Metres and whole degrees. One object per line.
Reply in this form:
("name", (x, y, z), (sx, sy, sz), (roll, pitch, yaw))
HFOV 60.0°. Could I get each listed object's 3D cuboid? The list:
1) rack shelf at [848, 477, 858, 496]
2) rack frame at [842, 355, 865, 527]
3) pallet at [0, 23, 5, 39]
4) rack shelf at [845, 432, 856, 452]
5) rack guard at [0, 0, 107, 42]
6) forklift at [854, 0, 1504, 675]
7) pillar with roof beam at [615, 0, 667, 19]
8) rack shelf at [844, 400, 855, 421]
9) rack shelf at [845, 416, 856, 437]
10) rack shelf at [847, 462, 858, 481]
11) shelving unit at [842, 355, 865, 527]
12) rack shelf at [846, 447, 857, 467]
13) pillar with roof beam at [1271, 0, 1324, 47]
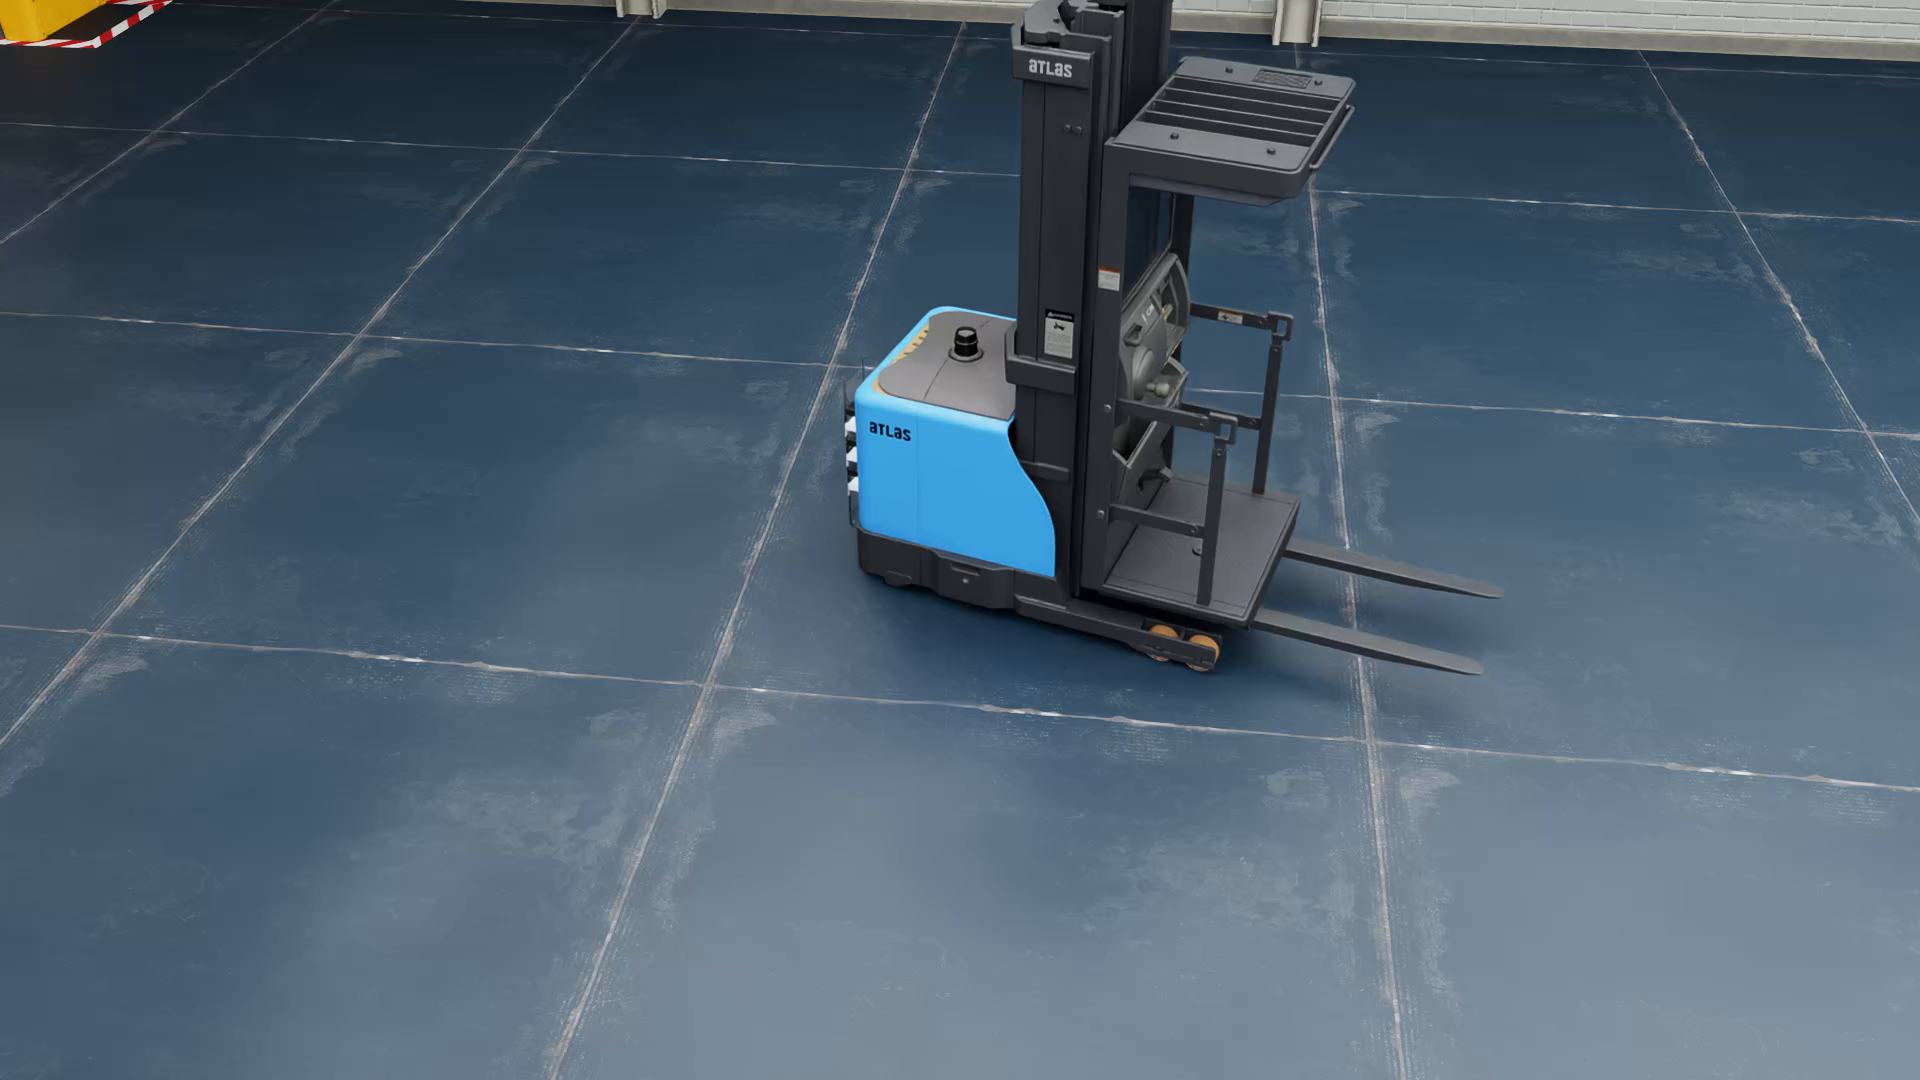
("rack shelf", (-0.437, -0.303, 8.623), (0.200, 0.077, 0.258), (14, 38, 18))
("rack frame", (-0.531, -0.499, 8.532), (0.006, 0.900, 0.240), (14, 38, 18))
("pallet", (-9.098, -4.910, 15.305), (1.213, 0.211, 1.003), (4, 36, 6))
("rack shelf", (-0.437, -0.522, 8.467), (0.200, 0.077, 0.258), (14, 38, 18))
("rack guard", (-8.311, -4.993, 15.173), (0.348, 0.500, 1.175), (4, 36, 6))
("forklift", (1.057, -0.934, 7.393), (3.031, 2.935, 1.130), (14, 38, 18))
("pillar with roof beam", (-3.508, -6.101, 9.409), (0.400, 9.000, 9.100), (4, 36, 6))
("rack shelf", (-0.437, -0.669, 8.362), (0.200, 0.077, 0.258), (14, 38, 18))
("rack shelf", (-0.437, -0.596, 8.414), (0.200, 0.077, 0.258), (14, 38, 18))
("rack shelf", (-0.437, -0.376, 8.571), (0.200, 0.077, 0.258), (14, 38, 18))
("shelving unit", (-0.437, -0.476, 8.500), (0.210, 0.900, 0.258), (14, 38, 18))
("rack shelf", (-0.437, -0.449, 8.519), (0.200, 0.077, 0.258), (14, 38, 18))
("pillar with roof beam", (2.444, -5.657, 8.787), (0.400, 9.000, 9.100), (4, 36, 6))
